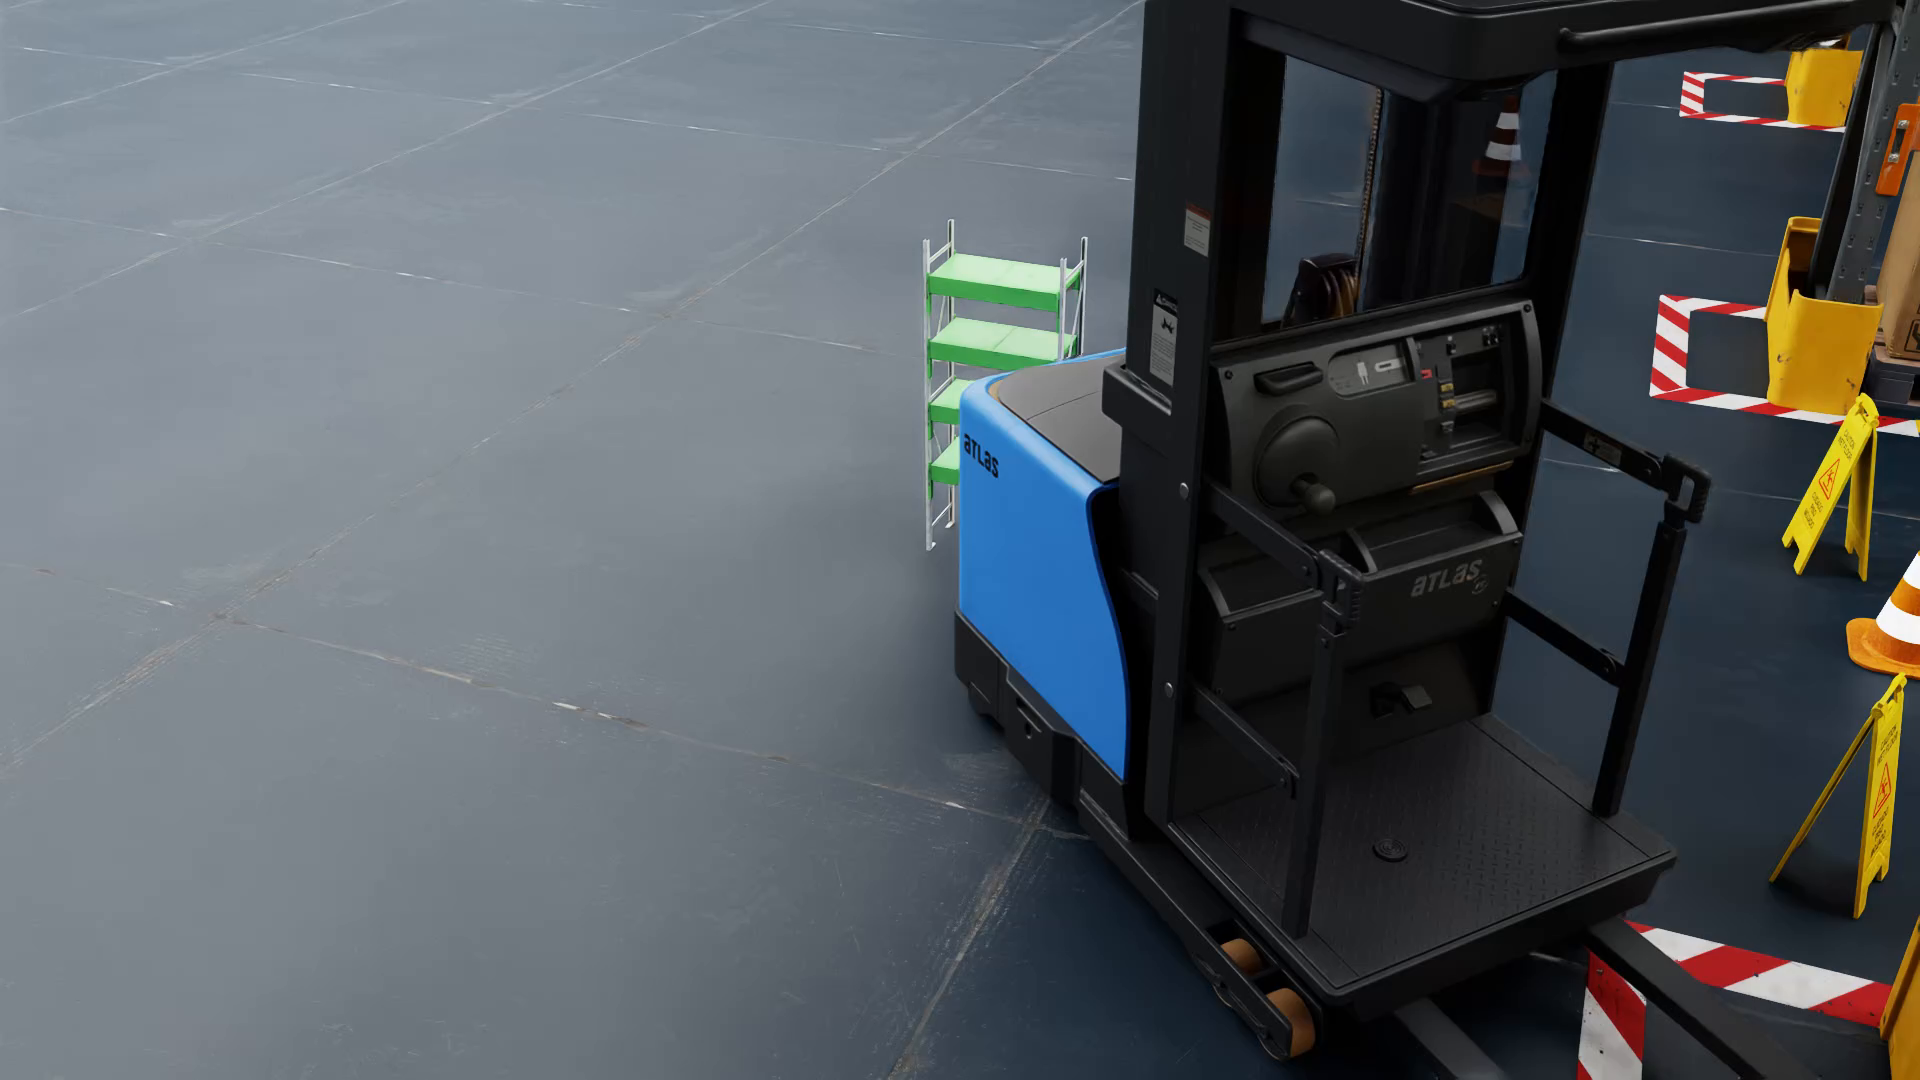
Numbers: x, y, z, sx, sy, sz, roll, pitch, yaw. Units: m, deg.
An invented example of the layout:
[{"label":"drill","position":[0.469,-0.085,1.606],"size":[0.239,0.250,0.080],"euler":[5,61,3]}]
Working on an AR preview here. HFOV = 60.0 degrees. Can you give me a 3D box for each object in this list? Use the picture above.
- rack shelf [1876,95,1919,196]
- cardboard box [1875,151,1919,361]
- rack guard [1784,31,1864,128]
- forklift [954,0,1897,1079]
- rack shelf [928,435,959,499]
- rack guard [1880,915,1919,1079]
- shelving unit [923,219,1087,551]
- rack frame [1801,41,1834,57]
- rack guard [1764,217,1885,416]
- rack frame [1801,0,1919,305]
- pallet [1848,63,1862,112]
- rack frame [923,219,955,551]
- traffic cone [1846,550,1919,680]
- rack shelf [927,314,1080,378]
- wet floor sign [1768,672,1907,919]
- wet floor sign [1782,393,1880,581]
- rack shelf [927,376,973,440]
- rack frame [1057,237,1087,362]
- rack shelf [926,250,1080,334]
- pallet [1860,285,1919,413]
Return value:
[{"label":"rack shelf","position":[5.799,-1.445,6.489],"size":[4.000,0.370,1.077],"euler":[11,31,19]},{"label":"cardboard box","position":[4.599,-1.290,7.217],"size":[0.875,0.875,0.875],"euler":[11,31,19]},{"label":"rack guard","position":[5.974,-3.268,11.525],"size":[0.348,0.500,1.175],"euler":[11,31,19]},{"label":"forklift","position":[1.100,-0.272,3.752],"size":[1.130,2.935,3.031],"euler":[-14,32,-23]},{"label":"rack shelf","position":[0.153,-0.227,6.050],"size":[0.480,0.148,0.258],"euler":[11,31,19]},{"label":"rack guard","position":[2.249,1.250,3.530],"size":[0.348,0.500,1.175],"euler":[11,31,19]},{"label":"shelving unit","position":[0.153,-0.492,5.901],"size":[0.503,1.200,0.258],"euler":[11,31,19]},{"label":"rack frame","position":[5.904,-4.371,10.934],"size":[0.127,3.000,1.000],"euler":[11,31,19]},{"label":"rack guard","position":[3.923,-1.044,7.589],"size":[0.348,0.500,1.175],"euler":[11,31,19]},{"label":"rack frame","position":[3.946,-2.128,6.966],"size":[0.127,3.000,1.000],"euler":[11,31,19]},{"label":"pallet","position":[6.714,-2.976,11.301],"size":[1.213,0.211,1.003],"euler":[11,31,19]},{"label":"rack frame","position":[-0.073,-0.537,5.980],"size":[0.015,1.200,0.240],"euler":[11,31,19]},{"label":"traffic cone","position":[3.164,0.175,5.471],"size":[0.334,0.463,0.336],"euler":[11,31,19]},{"label":"rack shelf","position":[0.153,-0.645,5.814],"size":[0.480,0.148,0.258],"euler":[11,31,19]},{"label":"wet floor sign","position":[2.404,0.650,4.445],"size":[0.232,0.644,0.267],"euler":[24,37,36]},{"label":"wet floor sign","position":[3.174,-0.206,5.958],"size":[0.232,0.644,0.267],"euler":[6,30,11]},{"label":"rack shelf","position":[0.153,-0.436,5.932],"size":[0.480,0.148,0.258],"euler":[11,31,19]},{"label":"rack frame","position":[0.379,-0.447,5.821],"size":[0.015,1.200,0.240],"euler":[11,31,19]},{"label":"rack shelf","position":[0.153,-0.854,5.696],"size":[0.480,0.148,0.258],"euler":[11,31,19]},{"label":"pallet","position":[4.716,-0.802,7.454],"size":[1.213,0.211,1.003],"euler":[11,31,19]}]
